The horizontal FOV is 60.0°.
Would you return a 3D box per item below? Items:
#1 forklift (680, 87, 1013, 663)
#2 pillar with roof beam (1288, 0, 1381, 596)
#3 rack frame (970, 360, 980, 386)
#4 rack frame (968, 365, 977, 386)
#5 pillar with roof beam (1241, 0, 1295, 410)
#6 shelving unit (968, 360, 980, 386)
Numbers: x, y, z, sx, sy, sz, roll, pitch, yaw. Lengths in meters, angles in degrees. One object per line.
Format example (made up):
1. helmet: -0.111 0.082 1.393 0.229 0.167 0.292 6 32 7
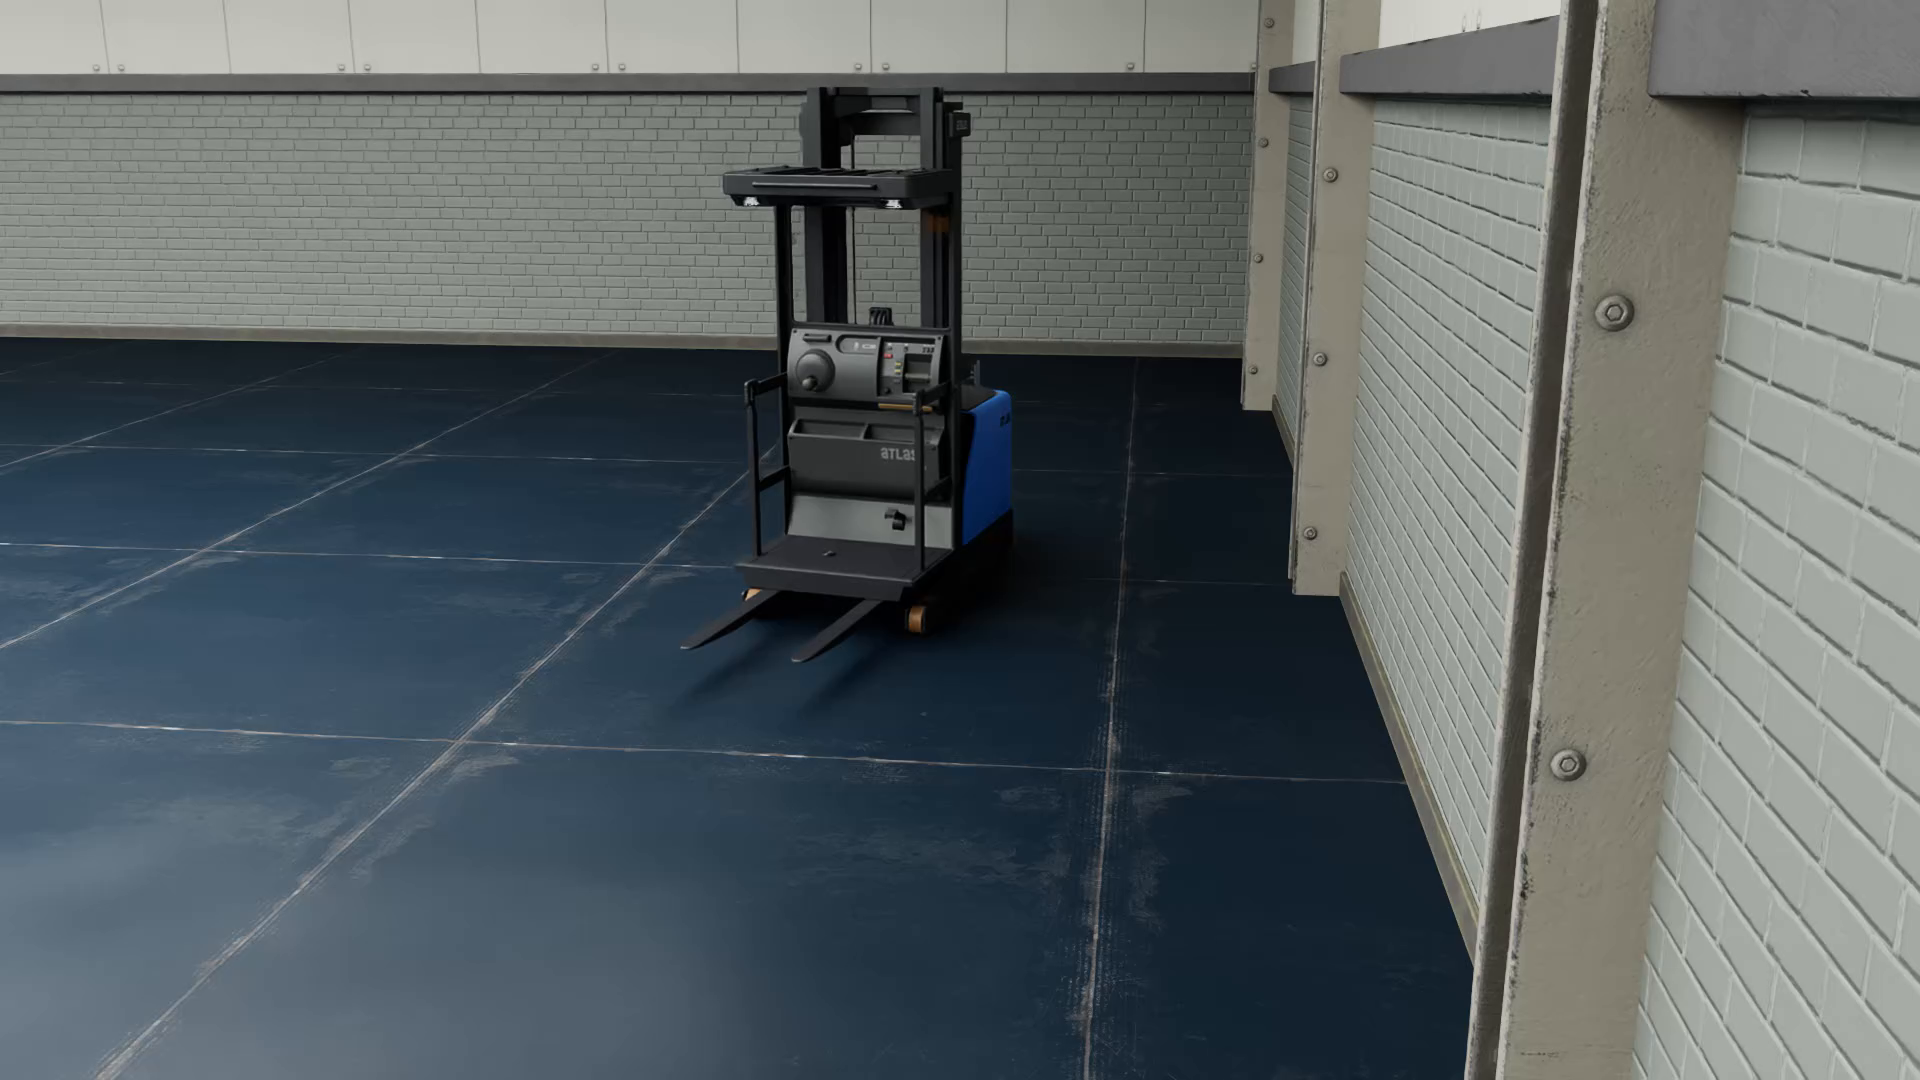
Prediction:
1. forklift: -0.607 -1.008 9.274 1.130 2.935 3.031 5 16 18
2. pillar with roof beam: -2.108 -4.192 9.424 9.100 9.000 0.400 2 15 6
3. rack frame: 0.012 -0.607 11.107 0.240 1.200 0.006 2 15 6
4. rack frame: -0.009 -0.559 10.932 0.240 1.200 0.006 2 15 6
5. pillar with roof beam: -1.431 -5.748 15.179 9.100 9.000 0.400 2 15 6
6. shelving unit: 0.002 -0.583 11.019 0.258 1.200 0.189 2 15 6
